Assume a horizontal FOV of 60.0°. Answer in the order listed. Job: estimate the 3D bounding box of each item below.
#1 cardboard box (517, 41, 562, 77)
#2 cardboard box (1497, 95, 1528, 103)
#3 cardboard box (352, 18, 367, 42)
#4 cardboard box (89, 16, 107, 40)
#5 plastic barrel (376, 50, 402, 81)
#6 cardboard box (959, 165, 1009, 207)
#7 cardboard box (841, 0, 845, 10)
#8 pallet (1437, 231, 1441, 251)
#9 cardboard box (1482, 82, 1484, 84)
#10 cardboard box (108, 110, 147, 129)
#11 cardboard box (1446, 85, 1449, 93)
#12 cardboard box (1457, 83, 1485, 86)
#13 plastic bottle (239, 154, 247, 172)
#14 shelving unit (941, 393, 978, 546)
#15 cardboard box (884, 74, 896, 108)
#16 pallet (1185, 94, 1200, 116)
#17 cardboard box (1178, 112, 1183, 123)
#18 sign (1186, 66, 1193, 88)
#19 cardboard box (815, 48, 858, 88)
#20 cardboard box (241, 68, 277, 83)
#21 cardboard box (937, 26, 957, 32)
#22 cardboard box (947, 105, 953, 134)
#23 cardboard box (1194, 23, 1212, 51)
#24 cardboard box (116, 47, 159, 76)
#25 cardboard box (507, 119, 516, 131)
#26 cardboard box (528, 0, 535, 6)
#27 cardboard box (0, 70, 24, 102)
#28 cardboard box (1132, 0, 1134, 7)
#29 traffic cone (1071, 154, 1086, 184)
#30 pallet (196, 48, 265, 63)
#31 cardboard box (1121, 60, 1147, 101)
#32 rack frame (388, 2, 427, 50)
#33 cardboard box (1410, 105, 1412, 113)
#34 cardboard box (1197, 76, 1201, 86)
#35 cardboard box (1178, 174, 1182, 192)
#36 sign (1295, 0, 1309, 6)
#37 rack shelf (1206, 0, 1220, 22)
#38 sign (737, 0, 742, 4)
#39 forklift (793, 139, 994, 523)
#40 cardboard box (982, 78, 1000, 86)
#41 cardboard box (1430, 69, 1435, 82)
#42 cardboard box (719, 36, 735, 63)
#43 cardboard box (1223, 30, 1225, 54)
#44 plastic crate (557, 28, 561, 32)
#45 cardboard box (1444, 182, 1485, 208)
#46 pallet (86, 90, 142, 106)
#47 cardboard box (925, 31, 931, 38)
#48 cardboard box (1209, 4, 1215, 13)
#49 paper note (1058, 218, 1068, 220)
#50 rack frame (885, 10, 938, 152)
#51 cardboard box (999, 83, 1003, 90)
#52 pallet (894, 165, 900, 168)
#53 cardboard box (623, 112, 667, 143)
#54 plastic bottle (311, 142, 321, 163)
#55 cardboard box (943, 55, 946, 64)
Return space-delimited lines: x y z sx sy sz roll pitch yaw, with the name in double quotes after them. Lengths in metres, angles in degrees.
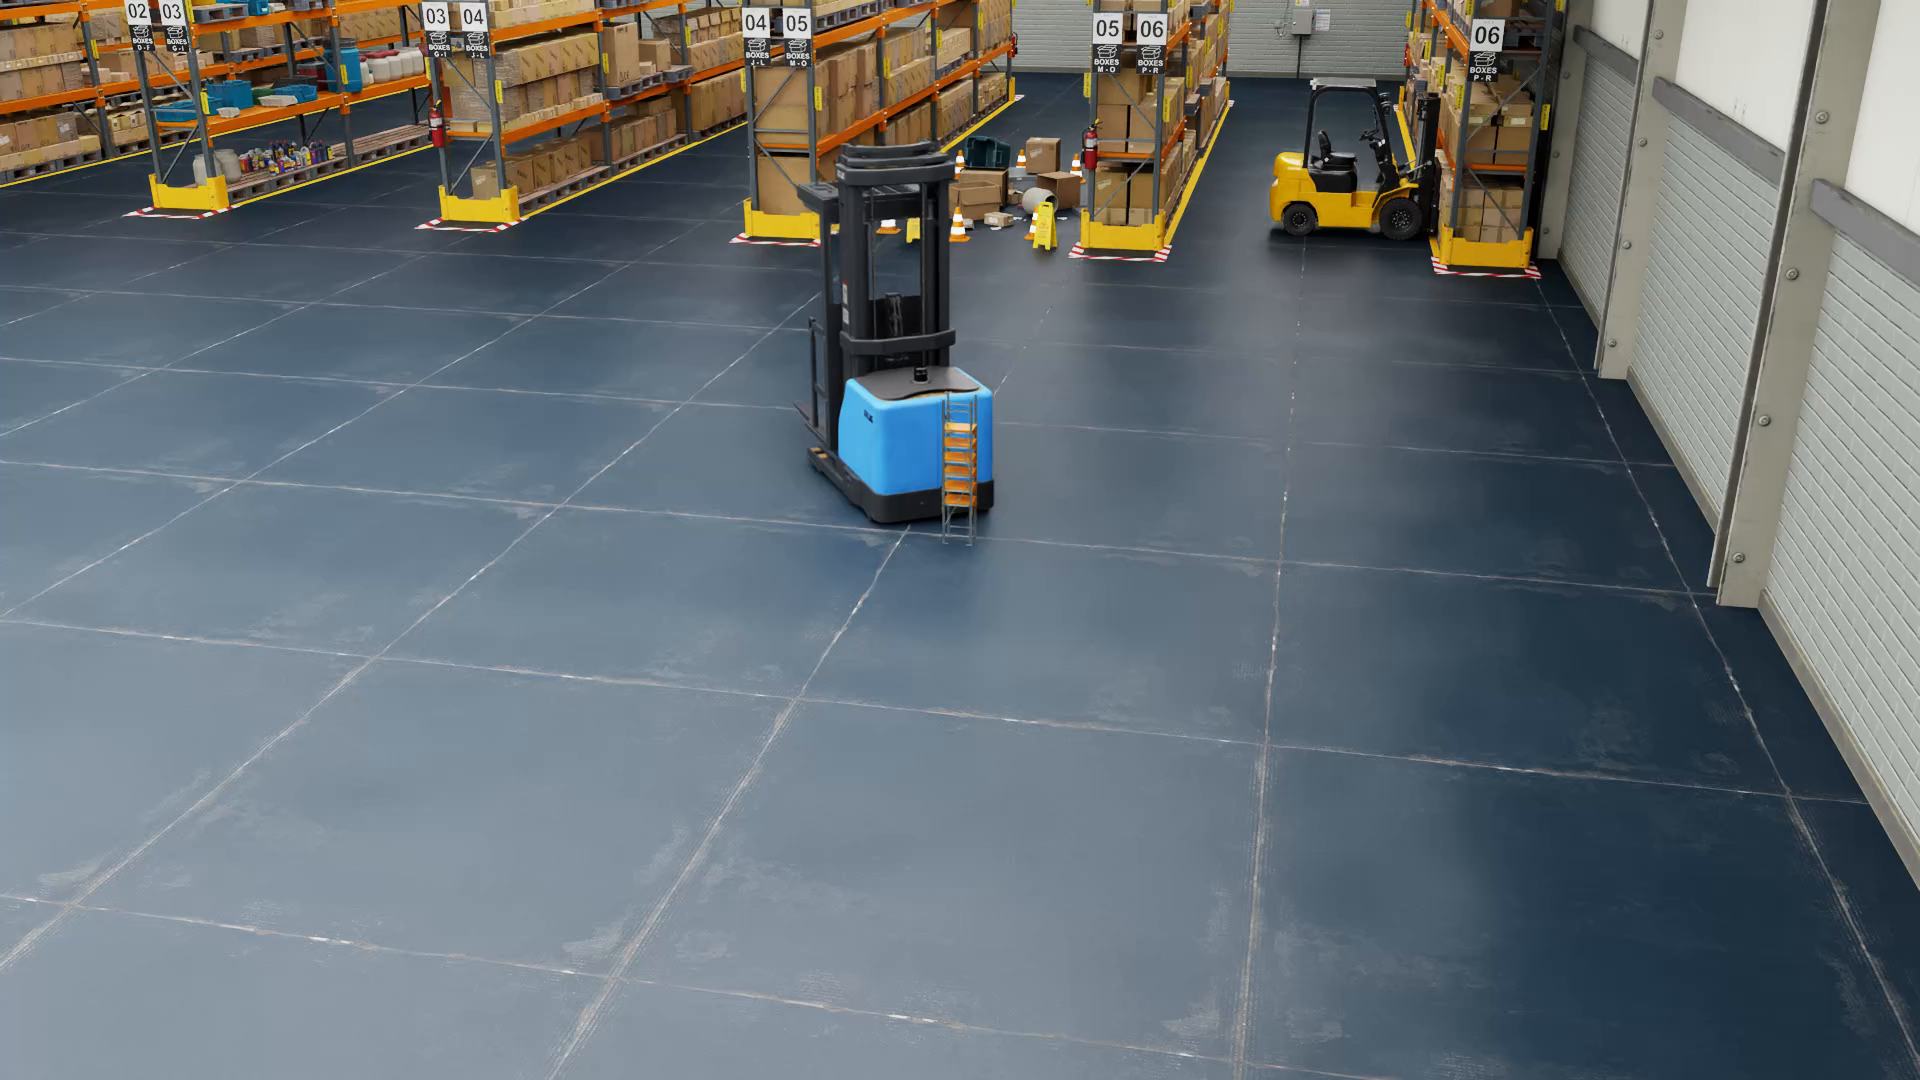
-6.715 -7.689 26.559 0.500 0.500 0.500 4 22 11 "cardboard box"
7.631 -6.051 22.963 0.380 0.149 0.250 5 22 11 "cardboard box"
-14.176 -11.856 38.644 0.500 0.500 0.500 5 22 12 "cardboard box"
-19.551 -11.468 37.255 0.500 0.500 0.500 4 22 11 "cardboard box"
-10.784 -8.975 31.441 0.433 0.535 0.433 0 22 0 "plastic barrel"
0.365 -5.639 26.501 0.797 0.637 0.503 4 22 11 "cardboard box"
-1.923 -7.975 24.766 0.380 0.149 0.250 4 22 11 "cardboard box"
7.277 -4.169 23.422 1.003 0.211 1.213 4 22 11 "pallet"
8.260 -7.102 25.969 0.380 0.149 0.250 4 22 10 "cardboard box"
-15.845 -8.025 31.633 0.500 0.311 0.500 4 22 10 "cardboard box"
7.656 -6.893 25.451 0.380 0.149 0.250 4 22 10 "cardboard box"
7.437 -6.556 24.217 0.380 0.149 0.250 4 22 11 "cardboard box"
-12.225 -6.425 28.349 0.152 0.276 0.135 5 22 11 "plastic bottle"
-0.003 -0.551 13.116 0.258 1.200 0.189 4 22 11 "shelving unit"
-1.378 -7.578 28.020 0.500 0.500 0.500 5 22 12 "cardboard box"
3.416 -7.199 27.469 1.003 0.211 1.213 4 22 11 "pallet"
3.307 -6.670 26.237 0.380 0.149 0.250 5 22 12 "cardboard box"
3.651 -7.382 26.509 0.100 0.325 0.005 4 22 11 "sign"
-2.101 -7.401 26.068 0.875 0.550 0.550 4 22 11 "cardboard box"
-15.291 -10.142 36.274 0.500 0.250 0.500 4 22 10 "cardboard box"
-0.294 -10.668 35.295 0.500 0.500 0.500 4 22 11 "cardboard box"
-0.439 -8.281 32.684 0.500 0.500 0.500 5 22 12 "cardboard box"
4.487 -9.524 31.515 0.500 0.500 0.500 5 22 12 "cardboard box"
-15.898 -9.233 32.130 0.500 0.500 0.500 4 22 11 "cardboard box"
-7.038 -6.371 25.494 0.380 0.149 0.250 4 22 11 "cardboard box"
-6.818 -8.375 25.784 0.380 0.149 0.250 3 22 8 "cardboard box"
-16.676 -7.851 28.698 0.700 0.500 0.500 5 23 13 "cardboard box"
2.308 -7.622 23.518 0.380 0.149 0.250 5 22 11 "cardboard box"
2.001 -6.403 28.632 0.336 0.463 0.334 4 22 11 "traffic cone"
-15.395 -10.158 34.818 1.213 0.211 1.003 4 22 11 "pallet"
2.303 -6.592 23.837 0.700 0.500 0.500 5 22 11 "cardboard box"
-13.832 -12.920 41.418 1.000 3.000 0.127 4 22 11 "rack frame"
9.509 -8.851 34.413 0.396 0.266 0.258 5 23 13 "cardboard box"
4.005 -8.030 29.051 0.380 0.149 0.250 5 22 12 "cardboard box"
3.261 -5.702 26.614 0.500 0.250 0.500 5 23 13 "cardboard box"
8.709 -13.721 42.303 0.339 0.242 0.001 4 22 11 "sign"
4.342 -10.271 31.789 1.077 0.370 4.000 4 22 11 "rack shelf"
-3.093 -7.709 23.384 0.100 0.325 0.005 4 22 11 "sign"
-0.736 -2.016 14.436 1.130 2.935 3.031 -9 23 -20 "forklift"
0.689 -10.299 37.369 0.380 0.149 0.250 5 23 13 "cardboard box"
8.361 -7.941 28.587 0.500 0.250 0.500 5 23 13 "cardboard box"
-4.987 -10.183 34.488 0.500 0.500 0.500 4 22 10 "cardboard box"
5.422 -10.697 35.764 0.500 0.500 0.500 5 22 13 "cardboard box"
-9.308 -11.595 38.208 0.437 0.282 0.530 4 22 11 "plastic crate"
6.951 -4.755 22.924 0.500 0.250 0.500 5 23 13 "cardboard box"
-19.582 -10.252 38.526 1.003 0.211 1.213 4 22 11 "pallet"
-0.806 -10.243 33.751 0.380 0.149 0.250 4 22 10 "cardboard box"
5.069 -10.852 33.942 0.380 0.149 0.250 4 22 10 "cardboard box"
1.581 -4.964 25.639 0.142 0.019 0.148 -3 22 -8 "paper note"
-0.932 -8.822 31.244 1.000 3.000 0.127 4 22 11 "rack frame"
0.768 -10.354 37.902 0.380 0.149 0.250 4 22 9 "cardboard box"
-1.665 -6.354 28.848 1.003 0.211 1.213 4 22 11 "pallet"
-5.985 -7.832 31.541 0.700 0.500 0.500 3 22 6 "cardboard box"
-11.321 -6.800 29.179 0.144 0.351 0.185 3 22 8 "plastic bottle"
-0.480 -9.345 32.315 0.380 0.149 0.250 5 23 13 "cardboard box"
